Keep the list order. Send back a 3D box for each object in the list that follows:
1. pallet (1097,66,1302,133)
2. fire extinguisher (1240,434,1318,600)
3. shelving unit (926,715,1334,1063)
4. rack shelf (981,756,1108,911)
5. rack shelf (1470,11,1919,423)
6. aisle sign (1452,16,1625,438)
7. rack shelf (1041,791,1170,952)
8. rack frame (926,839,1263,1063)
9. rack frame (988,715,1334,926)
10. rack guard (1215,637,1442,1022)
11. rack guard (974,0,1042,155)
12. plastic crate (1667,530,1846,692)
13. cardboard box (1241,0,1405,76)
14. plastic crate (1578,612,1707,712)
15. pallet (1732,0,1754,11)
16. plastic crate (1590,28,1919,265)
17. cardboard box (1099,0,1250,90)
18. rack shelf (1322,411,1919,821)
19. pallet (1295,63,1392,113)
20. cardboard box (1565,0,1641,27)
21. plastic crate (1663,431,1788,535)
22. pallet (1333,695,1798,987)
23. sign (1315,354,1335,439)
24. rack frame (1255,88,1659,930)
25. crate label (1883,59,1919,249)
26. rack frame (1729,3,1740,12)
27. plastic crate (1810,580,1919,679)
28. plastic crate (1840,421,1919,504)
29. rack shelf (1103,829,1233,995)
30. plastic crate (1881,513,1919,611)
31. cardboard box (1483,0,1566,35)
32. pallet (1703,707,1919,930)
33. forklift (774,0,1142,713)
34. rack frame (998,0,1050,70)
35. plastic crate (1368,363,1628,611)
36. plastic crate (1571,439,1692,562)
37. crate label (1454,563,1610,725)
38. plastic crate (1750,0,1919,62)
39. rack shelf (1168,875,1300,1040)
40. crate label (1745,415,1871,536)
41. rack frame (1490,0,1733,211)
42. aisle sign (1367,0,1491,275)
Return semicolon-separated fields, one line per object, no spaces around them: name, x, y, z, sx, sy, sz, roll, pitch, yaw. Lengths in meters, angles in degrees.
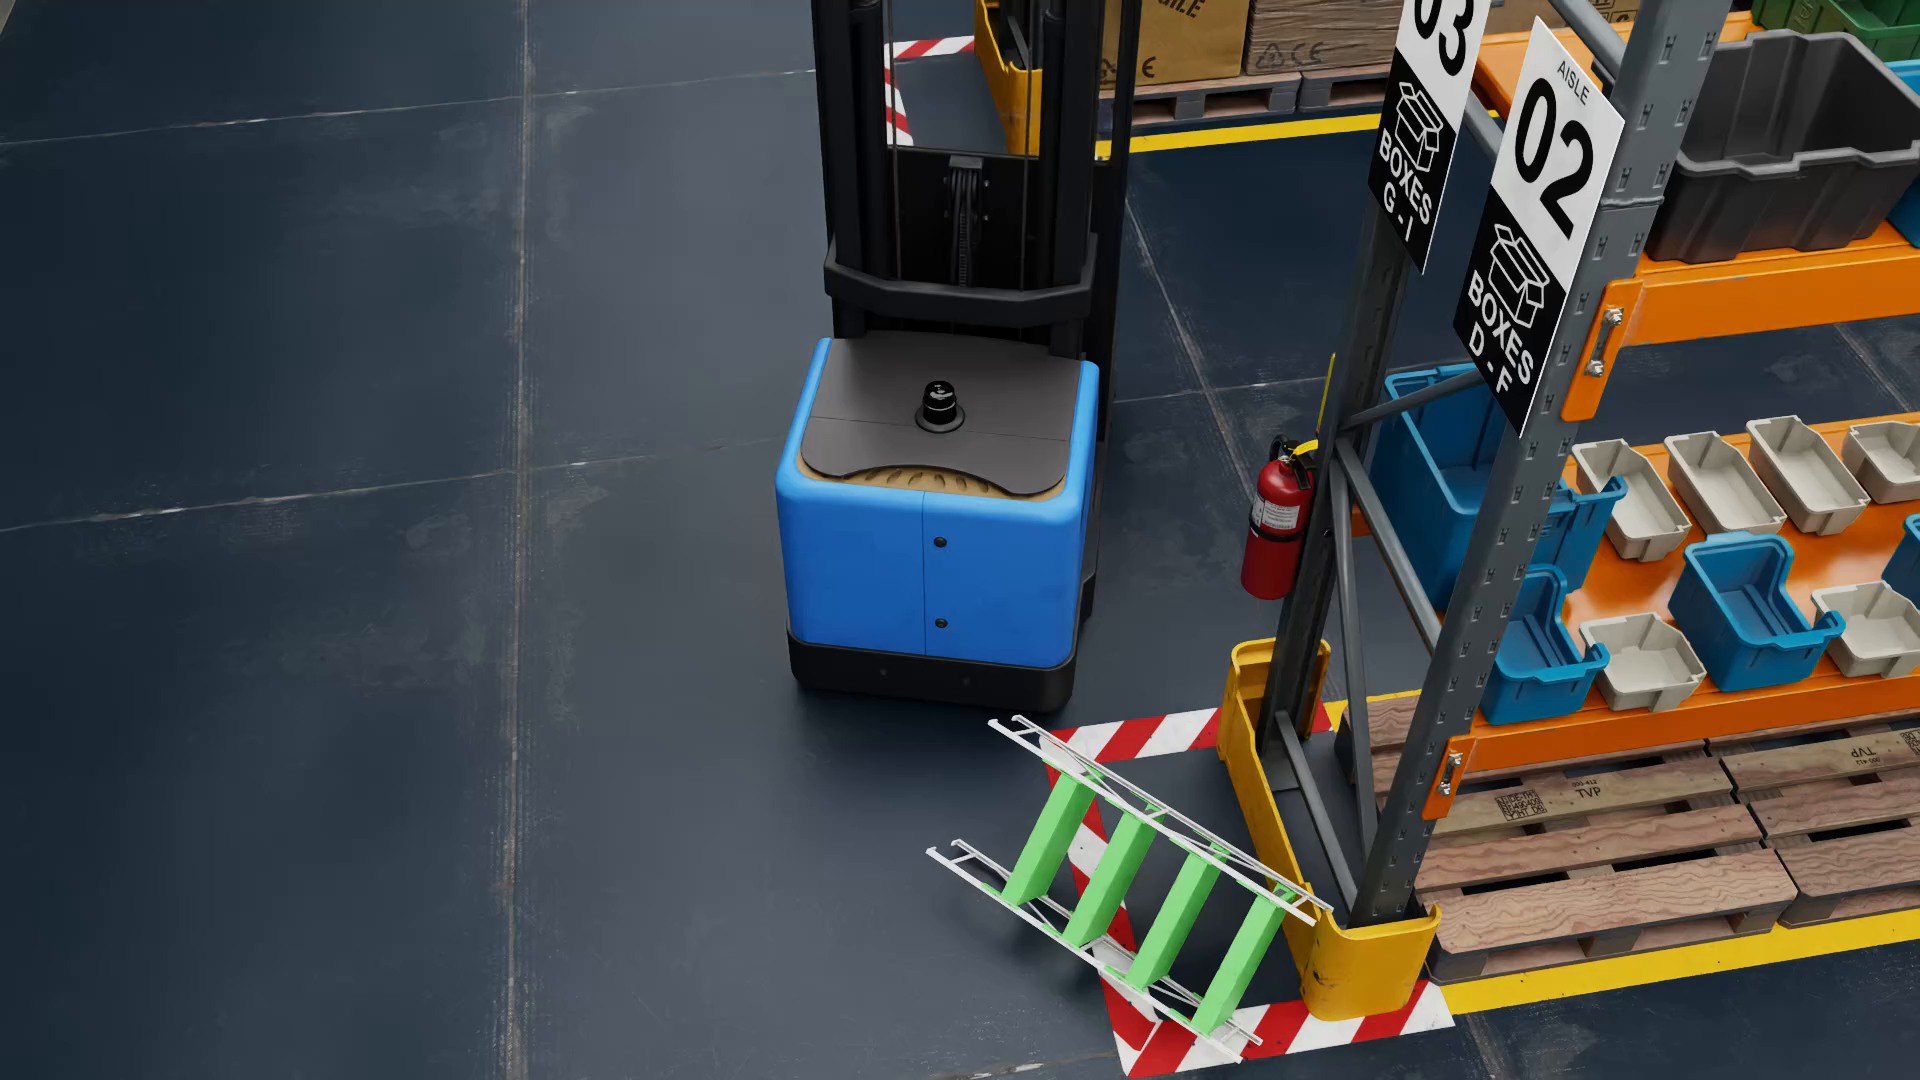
pallet;1.137;-2.654;9.160;1.213;0.211;1.003;-7;46;-7
fire extinguisher;0.981;-0.101;5.077;0.183;0.674;0.296;-7;46;-7
shelving unit;0.521;1.084;5.312;1.200;0.503;0.258;30;12;24
rack shelf;0.280;0.946;5.434;0.148;0.480;0.258;30;12;24
rack shelf;3.178;-0.990;4.037;4.000;0.370;1.077;-7;46;-7
aisle sign;1.187;-0.635;3.474;0.004;0.787;0.394;-7;46;-7
rack shelf;0.470;1.055;5.337;0.148;0.480;0.258;30;12;24
rack frame;0.419;1.302;5.356;1.200;0.015;0.240;30;12;24
rack frame;0.623;0.867;5.267;1.200;0.015;0.240;30;12;24
rack guard;1.186;0.926;5.510;0.348;0.500;1.175;-7;46;-7
rack guard;0.339;-2.597;8.905;0.348;0.500;1.175;-7;46;-7
plastic crate;2.155;0.207;4.543;0.300;0.233;0.416;-7;46;-7
cardboard box;1.876;-3.123;8.860;0.875;0.875;0.875;-7;46;-7
plastic crate;1.837;0.340;4.481;0.298;0.136;0.250;-7;46;-7
pallet;5.051;-3.140;9.628;1.213;0.211;1.003;-7;46;-7
plastic crate;1.634;-0.798;3.444;0.590;0.269;0.497;-7;46;-7
cardboard box;0.980;-3.011;8.752;0.875;0.875;0.875;-7;46;-7
rack shelf;3.178;0.051;5.118;4.000;0.370;1.077;-7;46;-7
pallet;2.337;-2.801;9.302;1.213;0.211;1.003;-7;46;-7
cardboard box;3.640;-3.343;9.072;0.875;0.875;0.875;-7;46;-7
plastic crate;2.268;-0.136;4.940;0.243;0.136;0.396;-7;46;-7
pallet;2.026;0.941;5.697;1.213;0.211;1.003;-7;46;-7
sign;1.097;-0.398;4.937;0.005;0.325;0.100;-7;46;-7
rack frame;1.207;0.047;4.622;0.127;3.000;1.000;-7;46;-7
crate label;2.171;-0.826;3.483;0.502;0.251;0.408;-7;46;-7
rack frame;4.304;-3.959;8.481;0.127;3.000;1.000;-7;46;-7
plastic crate;2.505;0.257;4.561;0.298;0.136;0.250;-7;46;-7
plastic crate;2.827;-0.237;5.037;0.250;0.136;0.298;-7;46;-7
rack shelf;0.661;1.164;5.241;0.148;0.480;0.258;30;12;24
plastic crate;2.804;0.126;4.620;0.300;0.233;0.416;-7;46;-7
cardboard box;2.753;-3.233;8.965;0.875;0.875;0.875;-7;46;-7
pallet;3.226;0.793;5.839;1.213;0.211;1.003;-7;46;-7
forklift;0.087;-1.462;6.123;1.130;2.935;3.031;6;46;6
rack frame;0.363;-3.468;8.008;0.127;3.000;1.000;-7;46;-7
plastic crate;1.505;-0.160;4.755;0.499;0.435;0.616;-7;46;-7
plastic crate;1.980;-0.111;4.915;0.243;0.136;0.396;-7;46;-7
crate label;1.507;0.287;4.465;0.303;0.233;0.416;-7;46;-7
plastic crate;2.130;-1.244;3.930;0.336;0.188;0.450;-7;46;-7
rack shelf;0.852;1.273;5.144;0.148;0.480;0.258;30;12;24
crate label;2.538;-0.188;4.990;0.243;0.136;0.396;-7;46;-7
rack frame;1.207;-2.035;2.461;0.127;3.000;1.000;-7;46;-7
aisle sign;1.086;-1.054;3.877;0.004;0.787;0.394;-7;46;-7
